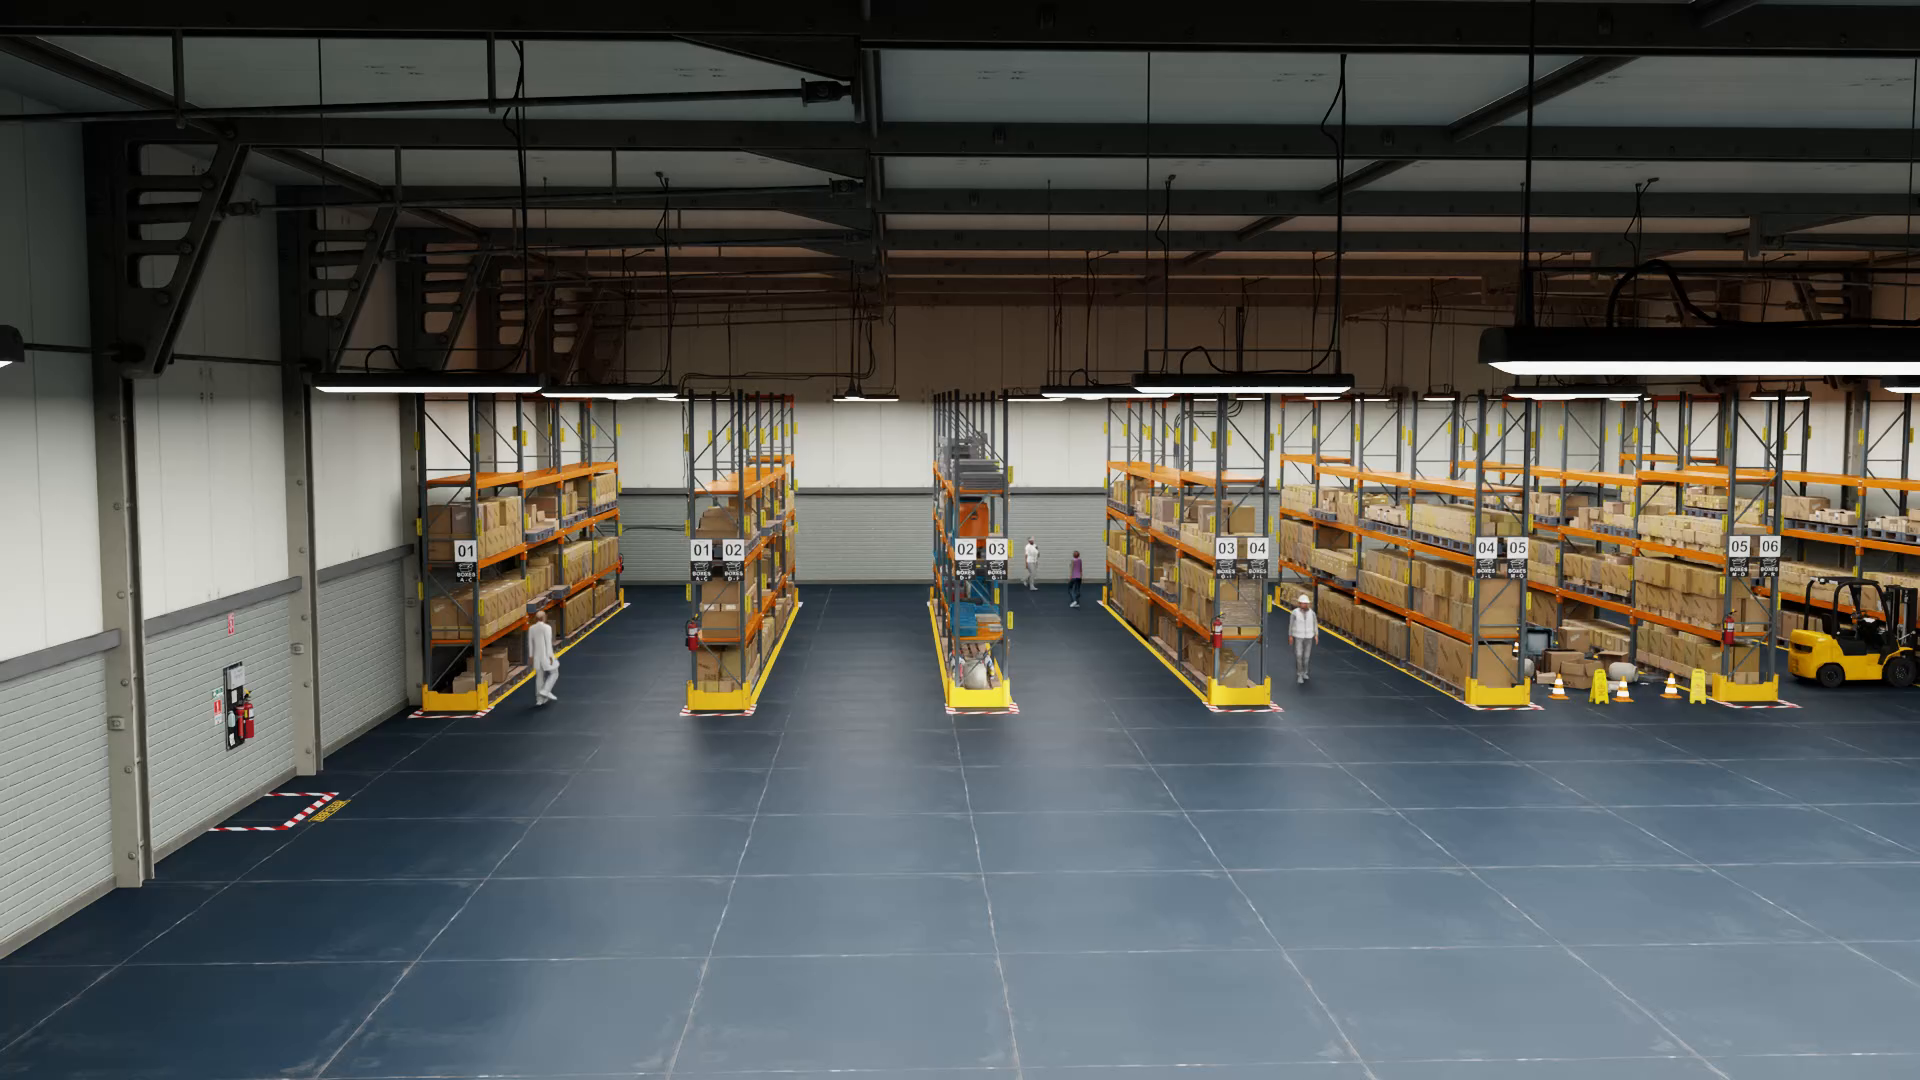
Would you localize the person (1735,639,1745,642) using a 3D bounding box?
[{"bbox_3d":[16.885,1.880,36.199,0.596,1.778,0.652,-1,5,-11],"label":"person"}]

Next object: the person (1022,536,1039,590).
[{"bbox_3d":[2.163,0.691,51.292,0.674,1.665,0.450,4,6,38],"label":"person"}]

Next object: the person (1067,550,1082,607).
[{"bbox_3d":[3.277,1.099,47.009,0.443,1.620,0.351,-3,6,-34],"label":"person"}]

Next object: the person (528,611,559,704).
[{"bbox_3d":[-7.986,2.240,31.766,0.618,1.769,0.555,1,5,12],"label":"person"}]

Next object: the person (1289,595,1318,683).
[{"bbox_3d":[7.136,2.037,34.467,0.581,1.803,0.595,0,5,-6],"label":"person"}]
